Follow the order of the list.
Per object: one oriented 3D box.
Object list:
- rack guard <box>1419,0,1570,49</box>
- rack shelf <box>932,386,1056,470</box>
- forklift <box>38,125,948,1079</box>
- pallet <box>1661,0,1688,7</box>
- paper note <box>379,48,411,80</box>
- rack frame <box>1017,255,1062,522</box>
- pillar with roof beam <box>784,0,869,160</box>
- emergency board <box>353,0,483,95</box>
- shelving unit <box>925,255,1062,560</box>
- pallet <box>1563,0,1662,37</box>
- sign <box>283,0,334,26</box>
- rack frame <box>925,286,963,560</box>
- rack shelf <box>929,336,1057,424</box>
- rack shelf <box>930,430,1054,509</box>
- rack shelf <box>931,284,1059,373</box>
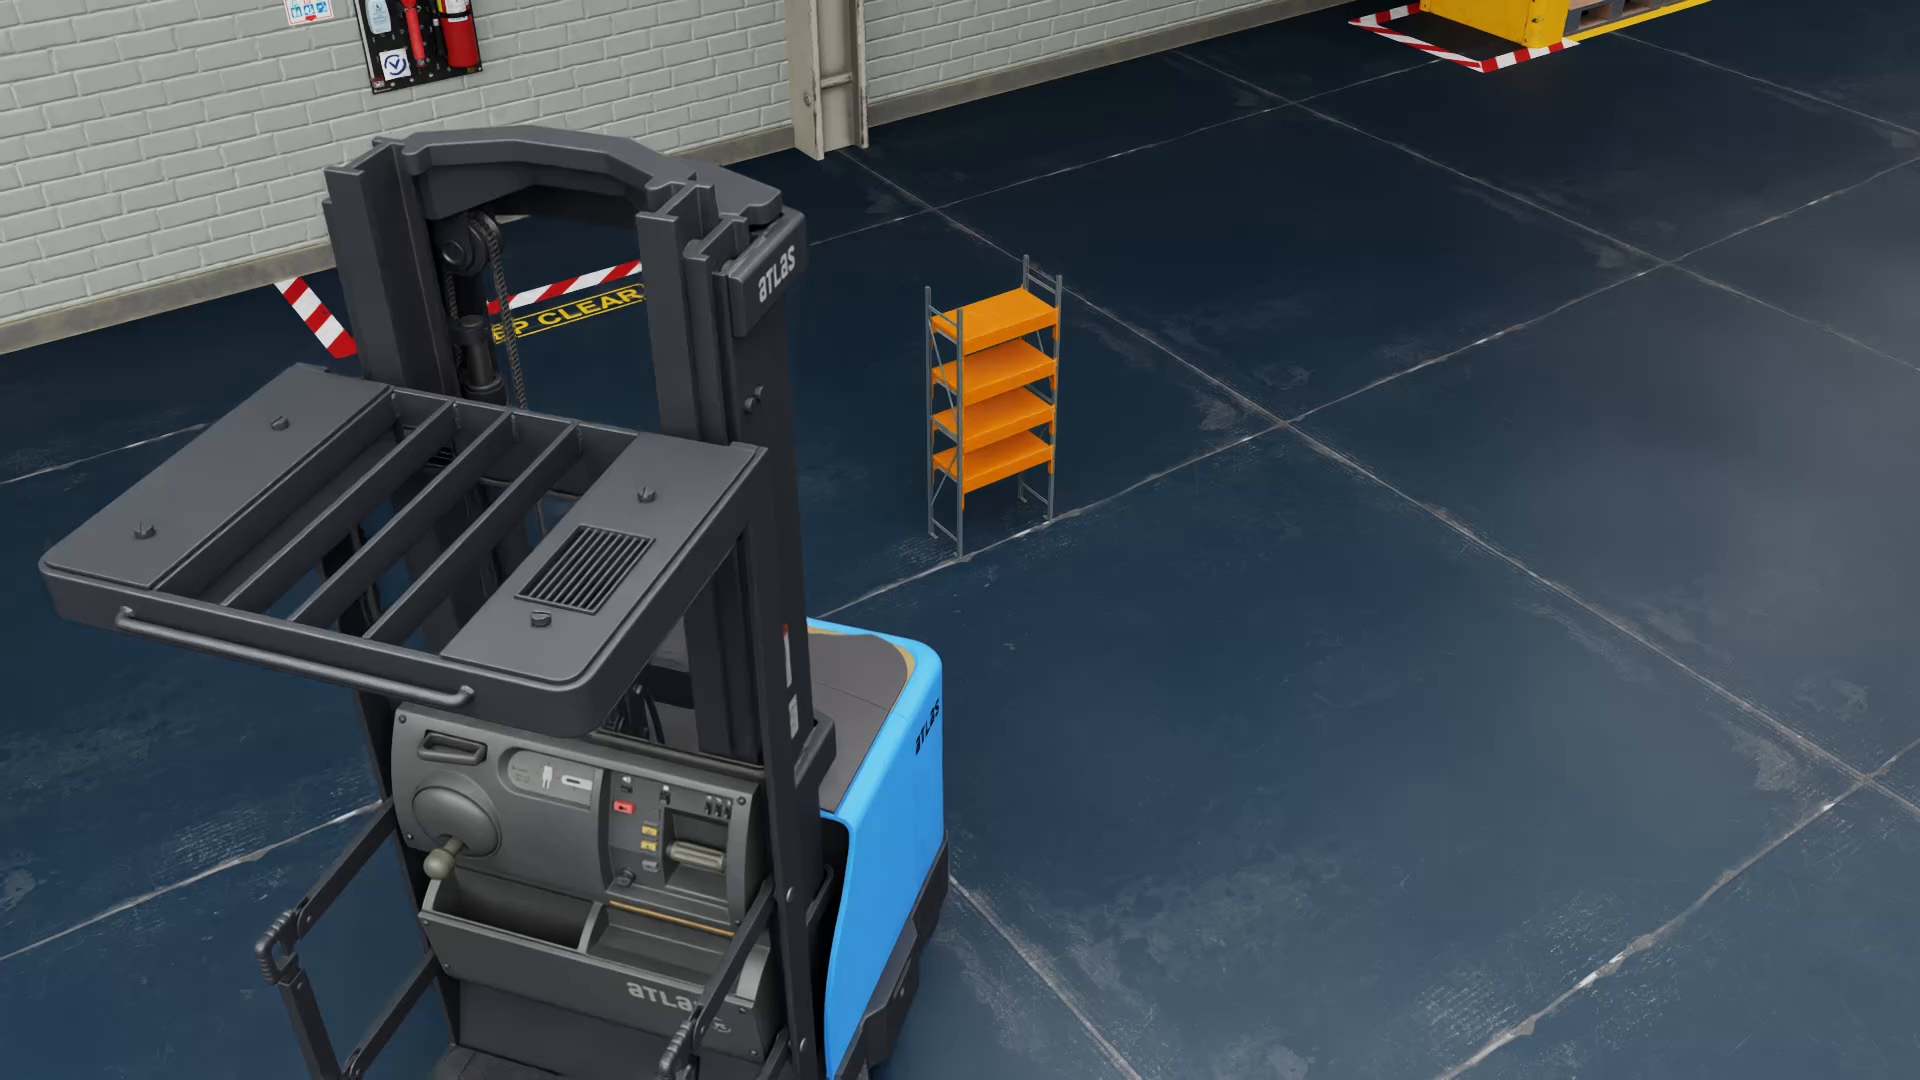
[{"bbox_3d":[4.054,-4.161,12.607,0.348,0.500,1.175,-22,41,-28],"label":"rack guard"},{"bbox_3d":[0.135,-0.488,7.016,0.480,0.148,0.258,-22,41,-28],"label":"rack shelf"},{"bbox_3d":[-0.982,0.724,3.733,1.130,2.935,3.031,11,37,15],"label":"forklift"},{"bbox_3d":[5.734,-4.708,13.615,1.213,0.211,1.003,-22,41,-28],"label":"pallet"},{"bbox_3d":[-3.065,-2.583,9.027,0.142,0.148,0.016,-22,41,-28],"label":"paper note"},{"bbox_3d":[0.335,-0.625,7.091,0.015,1.200,0.240,-22,41,-28],"label":"rack frame"},{"bbox_3d":[1.641,-4.161,5.329,0.400,9.000,9.100,-22,41,-28],"label":"pillar with roof beam"},{"bbox_3d":[-2.881,-2.967,8.807,0.643,1.169,0.194,-22,41,-28],"label":"emergency board"},{"bbox_3d":[0.135,-0.543,6.977,0.503,1.200,0.258,-22,41,-28],"label":"shelving unit"},{"bbox_3d":[4.738,-4.300,13.048,1.213,0.211,1.003,-22,41,-28],"label":"pallet"},{"bbox_3d":[-3.392,-2.845,8.606,0.234,0.329,0.001,-22,41,-28],"label":"sign"},{"bbox_3d":[-0.064,-0.461,6.863,0.015,1.200,0.240,-22,41,-28],"label":"rack frame"},{"bbox_3d":[0.135,-0.670,6.886,0.480,0.148,0.258,-22,41,-28],"label":"rack shelf"},{"bbox_3d":[0.135,-0.327,7.132,0.480,0.148,0.258,-22,41,-28],"label":"rack shelf"},{"bbox_3d":[0.135,-0.862,6.748,0.480,0.148,0.258,-22,41,-28],"label":"rack shelf"}]
